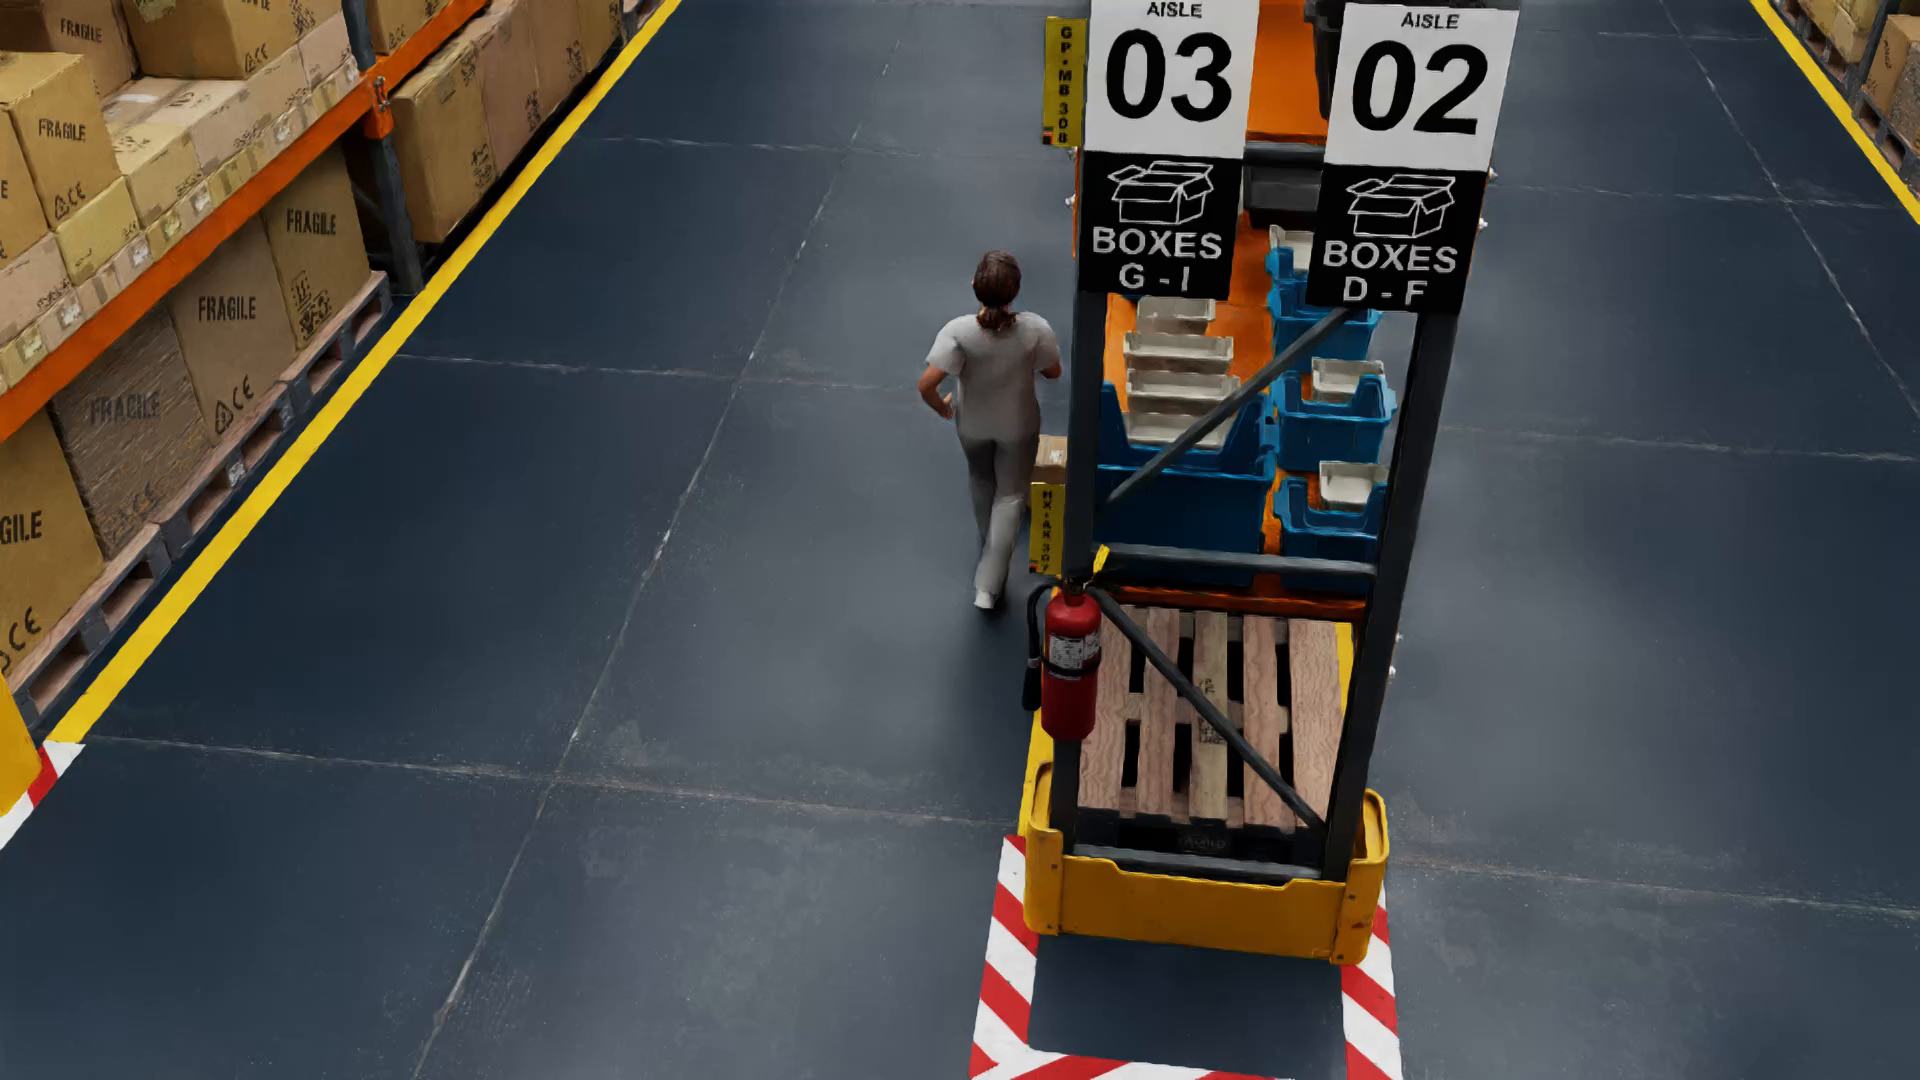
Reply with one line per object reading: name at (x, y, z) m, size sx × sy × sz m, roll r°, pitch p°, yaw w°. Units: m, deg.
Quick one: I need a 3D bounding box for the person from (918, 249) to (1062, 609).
person at (0.162, -0.426, 6.954) m, size 0.527 × 1.400 × 0.797 m, roll 7°, pitch 37°, yaw 9°
